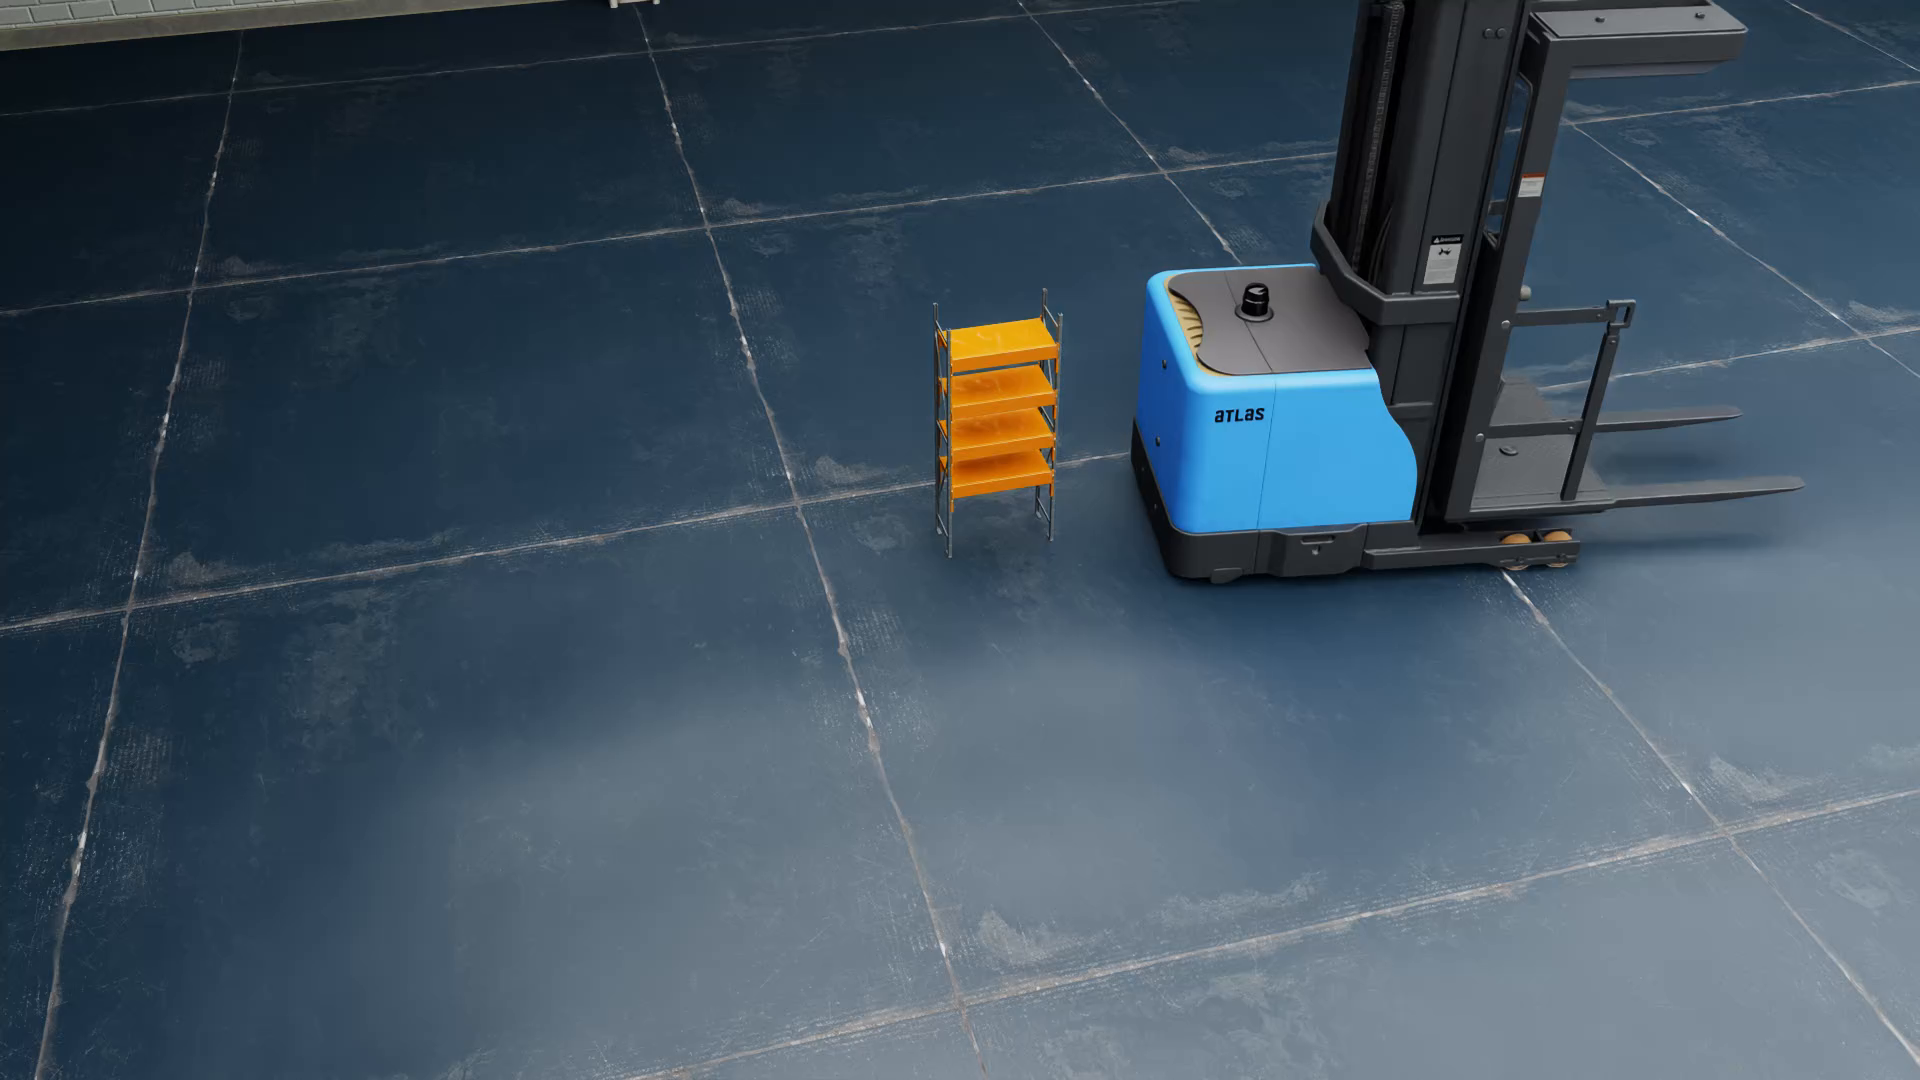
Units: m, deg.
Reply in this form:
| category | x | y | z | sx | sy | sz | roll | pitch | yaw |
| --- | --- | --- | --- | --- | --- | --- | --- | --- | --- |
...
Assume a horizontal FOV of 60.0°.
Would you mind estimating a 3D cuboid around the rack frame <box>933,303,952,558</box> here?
| category | x | y | z | sx | sy | sz | roll | pitch | yaw |
| --- | --- | --- | --- | --- | --- | --- | --- | --- | --- |
| rack frame | -0.076 | -0.464 | 7.369 | 0.015 | 1.200 | 0.240 | -9 | 38 | -12 |

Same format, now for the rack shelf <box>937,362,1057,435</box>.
| category | x | y | z | sx | sy | sz | roll | pitch | yaw |
| --- | --- | --- | --- | --- | --- | --- | --- | --- | --- |
| rack shelf | 0.160 | -0.627 | 7.325 | 0.480 | 0.148 | 0.258 | -9 | 38 | -12 |

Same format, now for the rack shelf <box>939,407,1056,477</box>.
| category | x | y | z | sx | sy | sz | roll | pitch | yaw |
| --- | --- | --- | --- | --- | --- | --- | --- | --- | --- |
| rack shelf | 0.160 | -0.449 | 7.461 | 0.480 | 0.148 | 0.258 | -9 | 38 | -12 |

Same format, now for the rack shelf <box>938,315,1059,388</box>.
| category | x | y | z | sx | sy | sz | roll | pitch | yaw |
| --- | --- | --- | --- | --- | --- | --- | --- | --- | --- |
| rack shelf | 0.160 | -0.815 | 7.181 | 0.480 | 0.148 | 0.258 | -9 | 38 | -12 |

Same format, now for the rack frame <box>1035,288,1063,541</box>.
| category | x | y | z | sx | sy | sz | roll | pitch | yaw |
| --- | --- | --- | --- | --- | --- | --- | --- | --- | --- |
| rack frame | 0.395 | -0.541 | 7.470 | 0.015 | 1.200 | 0.240 | -9 | 38 | -12 |

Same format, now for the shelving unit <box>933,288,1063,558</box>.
| category | x | y | z | sx | sy | sz | roll | pitch | yaw |
| --- | --- | --- | --- | --- | --- | --- | --- | --- | --- |
| shelving unit | 0.160 | -0.503 | 7.420 | 0.503 | 1.200 | 0.258 | -9 | 38 | -12 |

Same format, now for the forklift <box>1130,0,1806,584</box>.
| category | x | y | z | sx | sy | sz | roll | pitch | yaw |
| --- | --- | --- | --- | --- | --- | --- | --- | --- | --- |
| forklift | 2.387 | -1.343 | 7.094 | 3.031 | 2.935 | 1.130 | -4 | 38 | -5 |

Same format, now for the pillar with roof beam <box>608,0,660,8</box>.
| category | x | y | z | sx | sy | sz | roll | pitch | yaw |
| --- | --- | --- | --- | --- | --- | --- | --- | --- | --- |
| pillar with roof beam | -1.527 | -5.434 | 7.448 | 0.400 | 9.000 | 9.100 | -9 | 38 | -12 |

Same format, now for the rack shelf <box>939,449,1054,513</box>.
| category | x | y | z | sx | sy | sz | roll | pitch | yaw |
| --- | --- | --- | --- | --- | --- | --- | --- | --- | --- |
| rack shelf | 0.160 | -0.292 | 7.581 | 0.480 | 0.148 | 0.258 | -9 | 38 | -12 |
